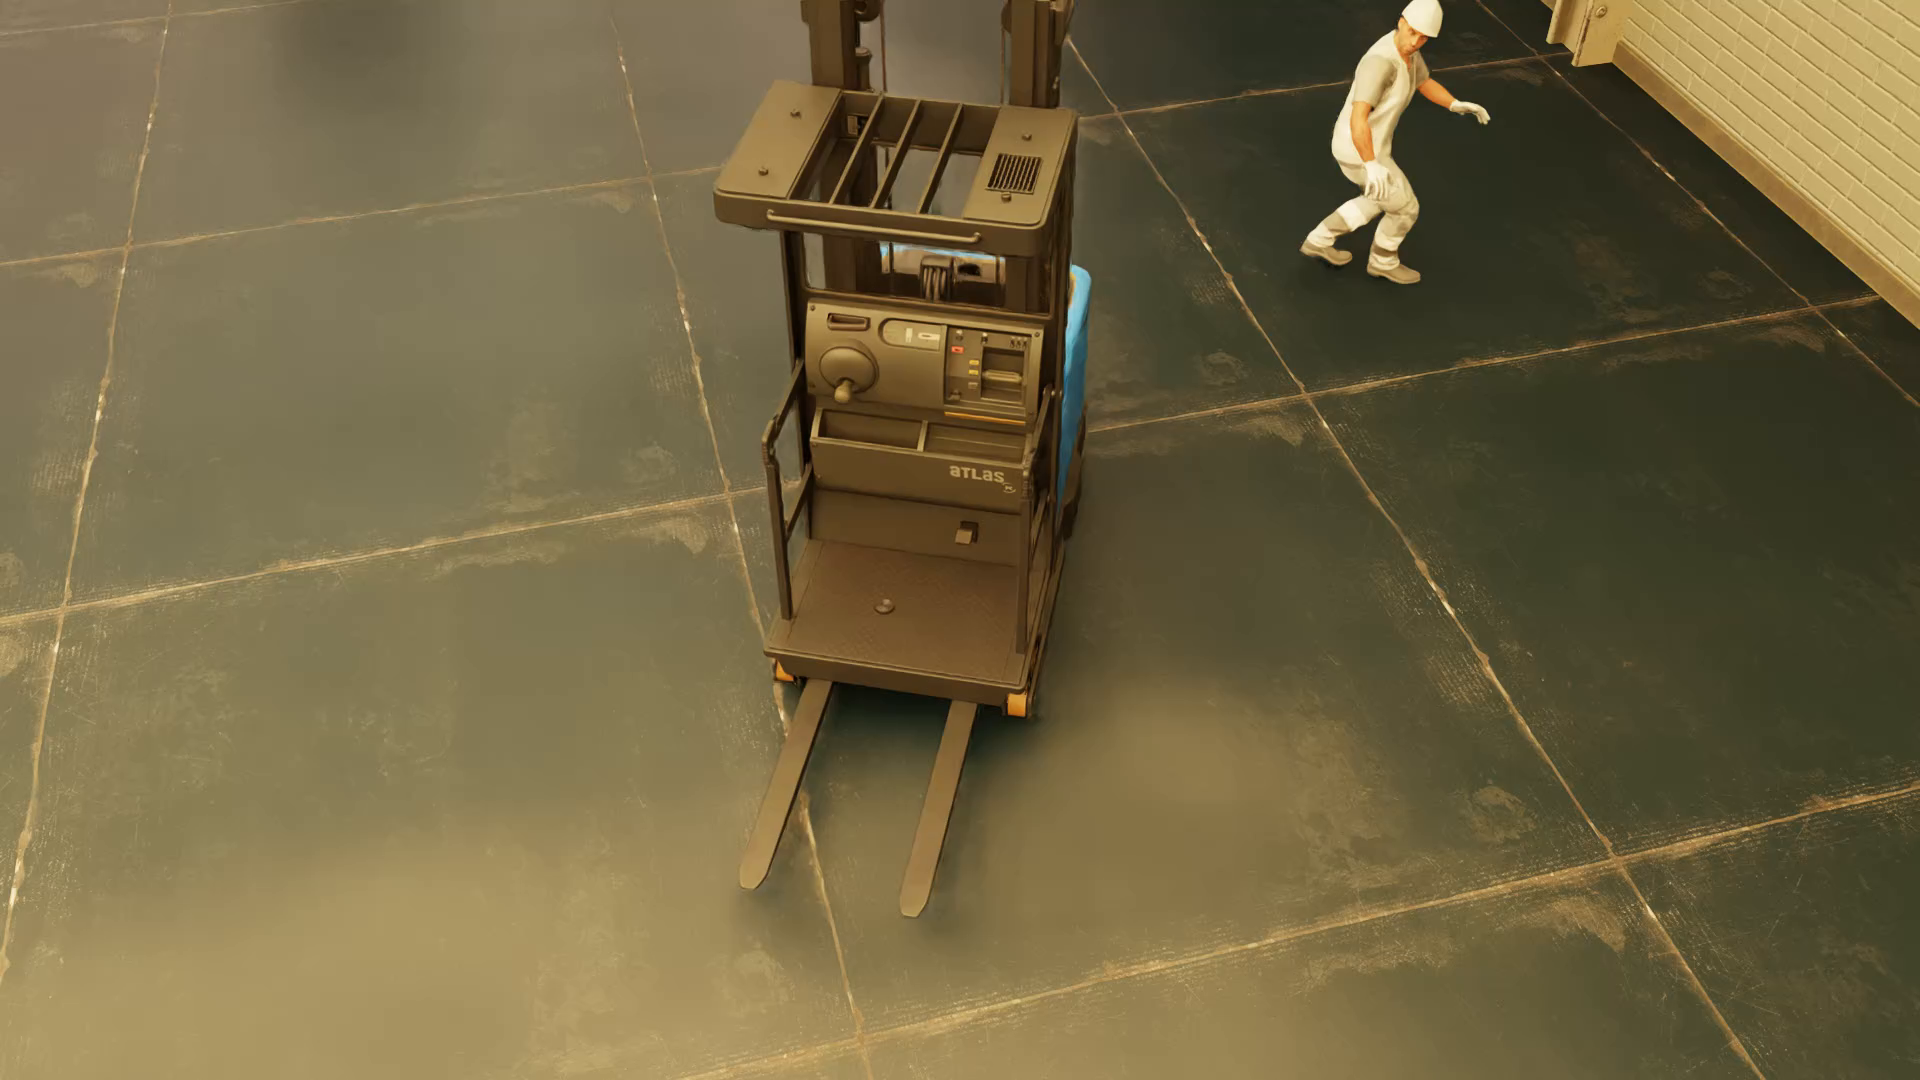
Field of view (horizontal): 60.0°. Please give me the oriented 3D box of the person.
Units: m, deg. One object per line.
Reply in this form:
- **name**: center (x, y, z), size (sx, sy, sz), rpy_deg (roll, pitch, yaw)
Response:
- **person**: center (2.304, -2.017, 8.718), size (0.852, 1.644, 0.895), rpy_deg (10, 44, 10)

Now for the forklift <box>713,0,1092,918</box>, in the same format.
- **forklift**: center (-0.183, -0.603, 6.284), size (1.130, 2.935, 3.031), rpy_deg (8, 44, 8)
